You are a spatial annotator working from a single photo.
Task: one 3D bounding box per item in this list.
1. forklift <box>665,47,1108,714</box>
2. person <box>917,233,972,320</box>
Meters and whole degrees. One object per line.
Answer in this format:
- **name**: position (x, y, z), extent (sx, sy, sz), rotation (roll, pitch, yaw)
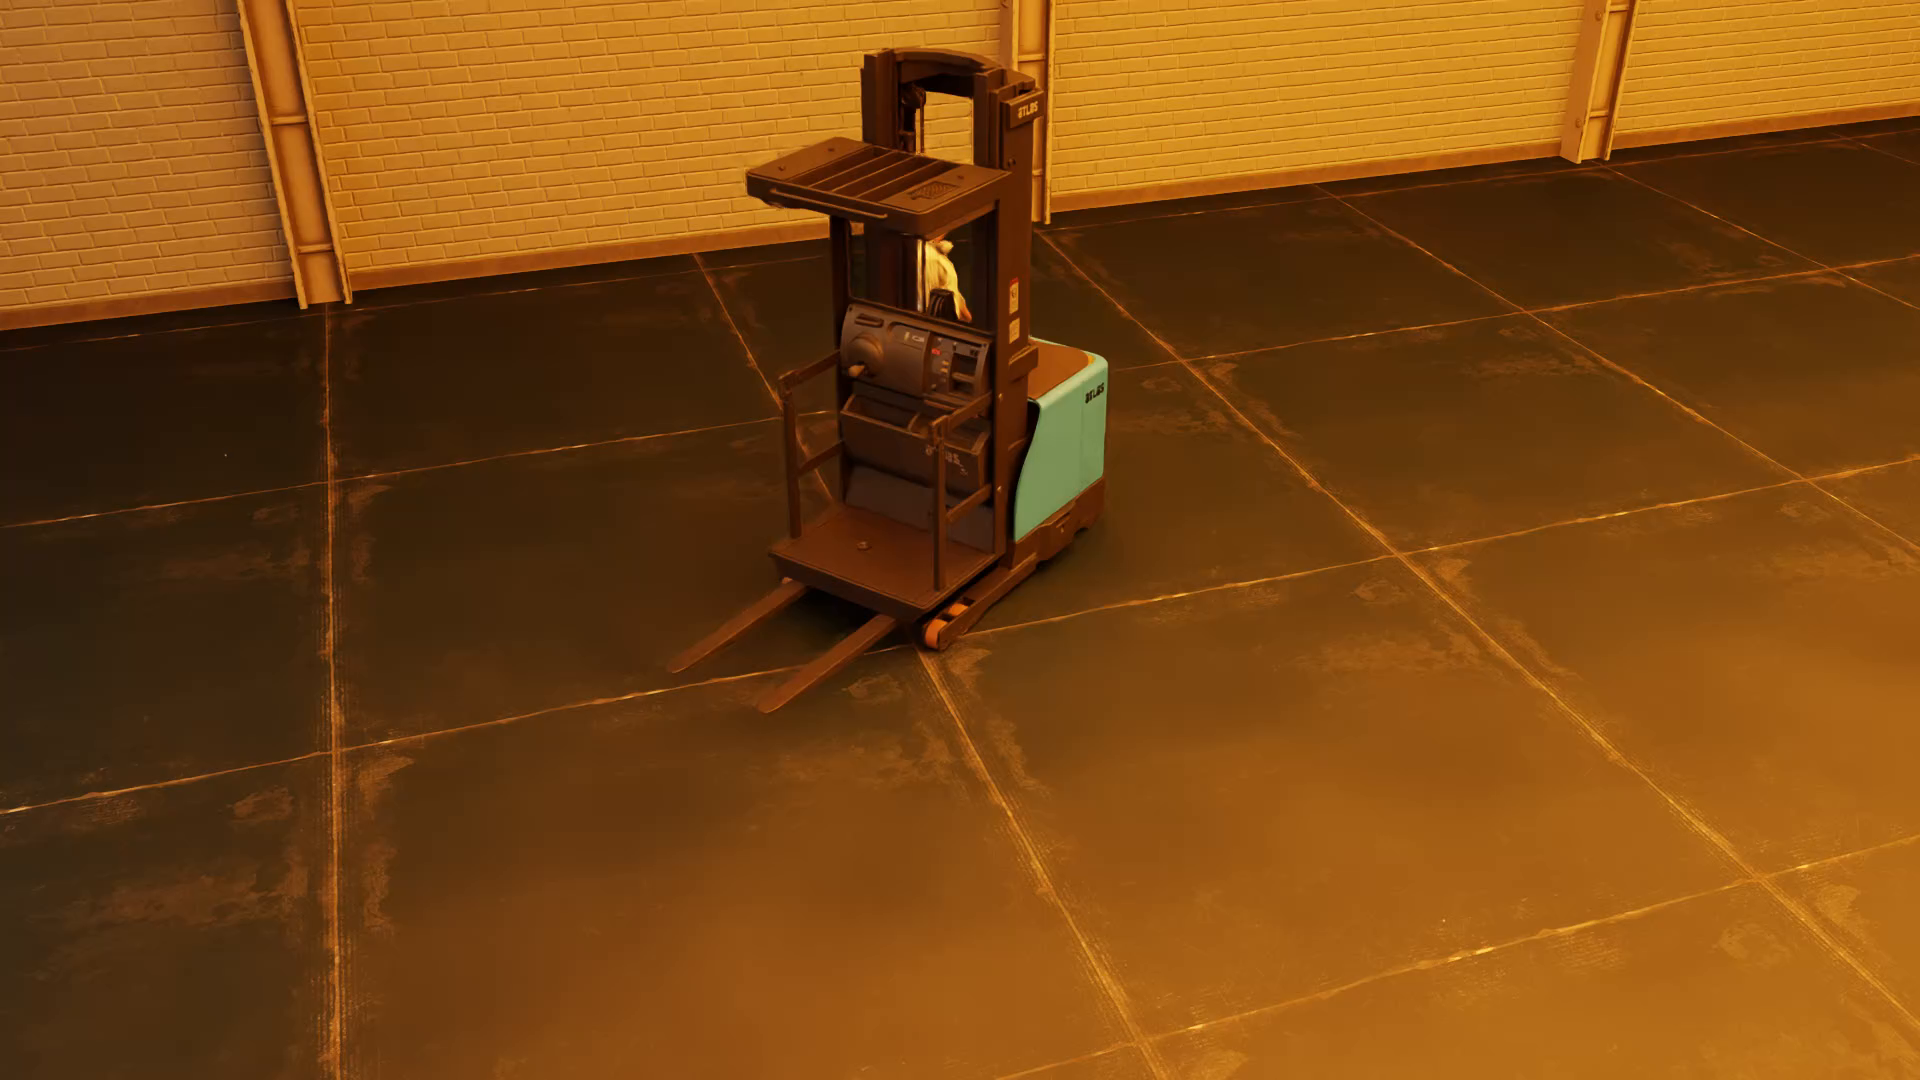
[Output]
- **forklift**: position (-0.365, -0.947, 8.732), extent (1.130, 2.935, 3.031), rotation (19, 35, 29)
- **person**: position (-0.121, -1.349, 10.670), extent (0.762, 1.717, 0.703), rotation (-5, 30, -9)
